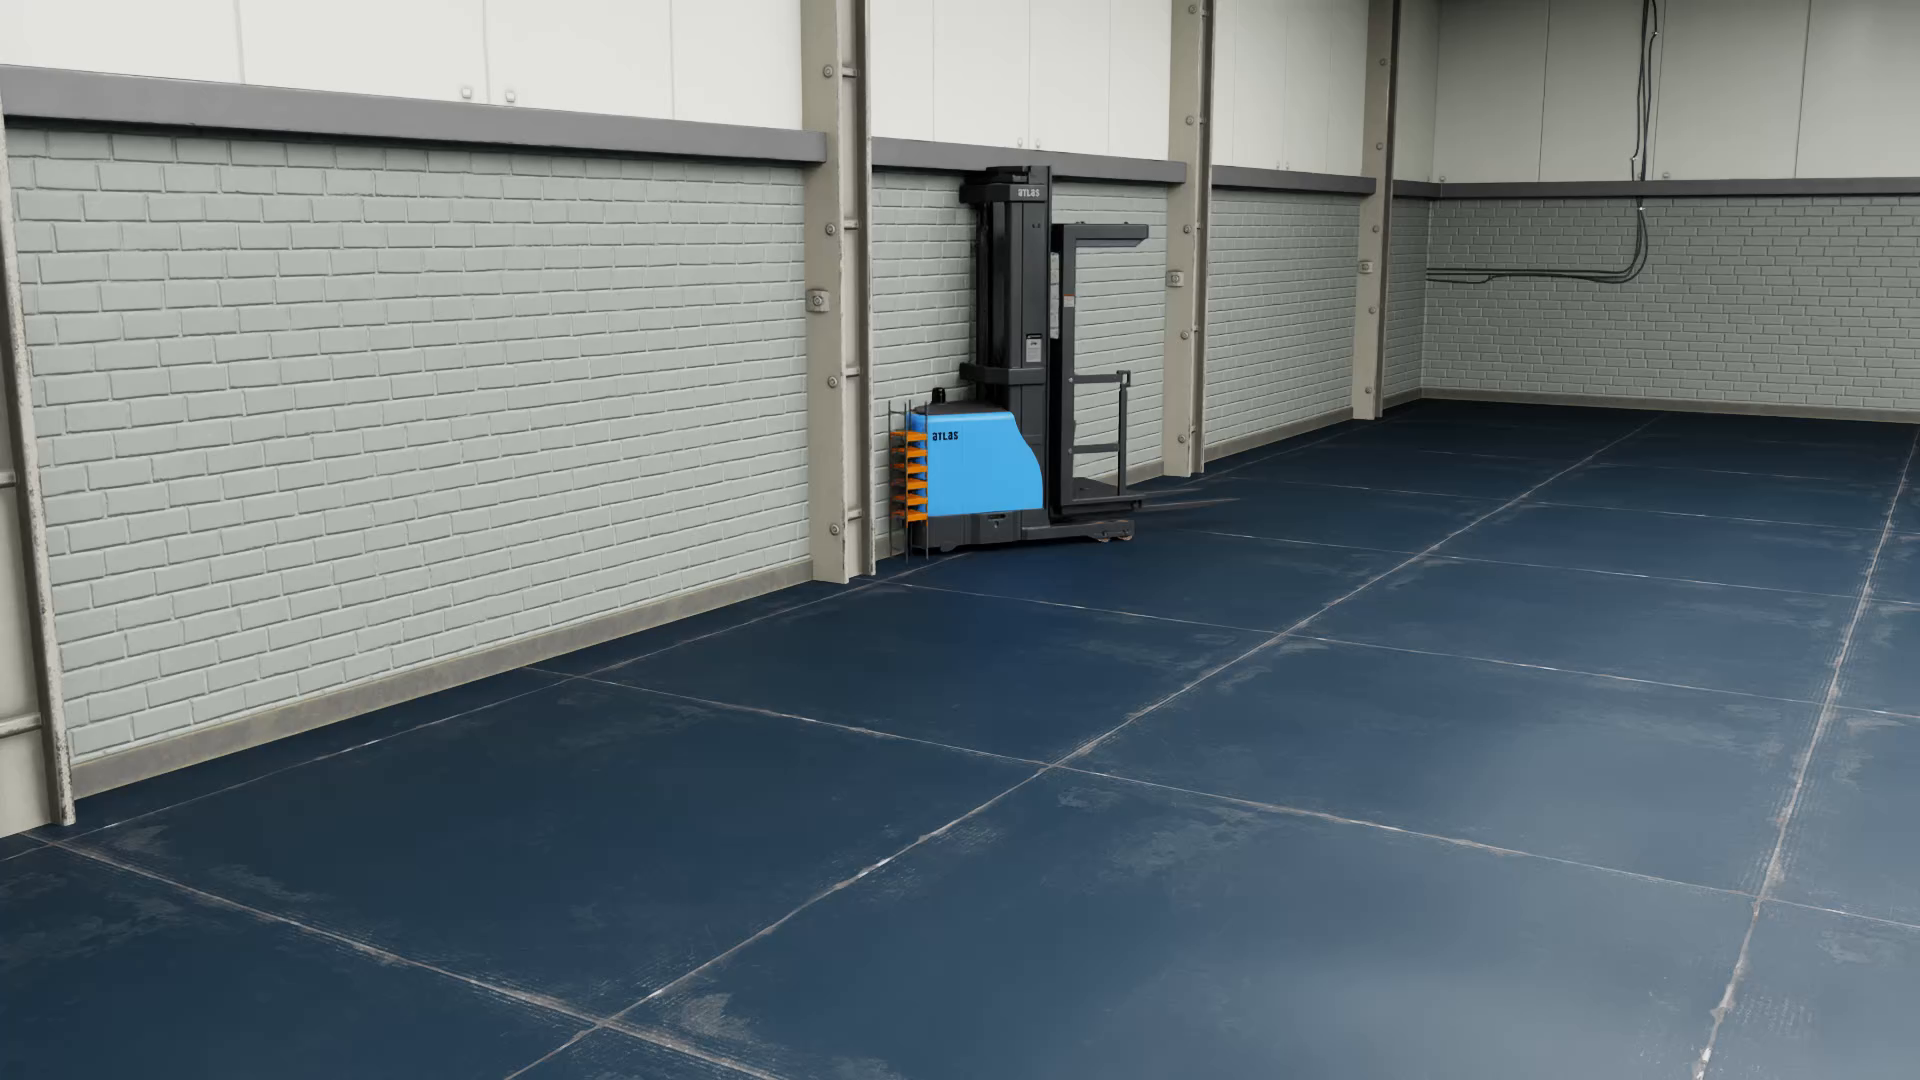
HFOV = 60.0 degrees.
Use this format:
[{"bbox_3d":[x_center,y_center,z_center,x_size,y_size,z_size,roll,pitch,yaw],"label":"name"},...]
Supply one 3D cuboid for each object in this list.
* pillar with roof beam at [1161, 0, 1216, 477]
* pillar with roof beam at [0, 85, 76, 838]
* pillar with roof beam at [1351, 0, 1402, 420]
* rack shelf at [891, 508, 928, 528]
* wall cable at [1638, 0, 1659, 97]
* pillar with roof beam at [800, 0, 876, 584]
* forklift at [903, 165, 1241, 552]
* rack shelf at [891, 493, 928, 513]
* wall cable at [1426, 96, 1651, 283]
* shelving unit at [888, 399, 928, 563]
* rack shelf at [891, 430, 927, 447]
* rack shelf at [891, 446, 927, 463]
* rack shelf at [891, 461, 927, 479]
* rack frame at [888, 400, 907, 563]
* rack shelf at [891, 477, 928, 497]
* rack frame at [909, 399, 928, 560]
[{"bbox_3d":[5.951,-4.693,13.980,9.100,9.000,0.400,6,12,31],"label":"pillar with roof beam"},{"bbox_3d":[-0.279,-2.805,3.899,9.100,9.000,0.400,6,12,31],"label":"pillar with roof beam"},{"bbox_3d":[9.066,-5.636,19.021,9.100,9.000,0.400,6,12,31],"label":"pillar with roof beam"},{"bbox_3d":[-0.389,-0.165,12.534,0.180,0.103,0.258,-7,13,-34],"label":"rack shelf"},{"bbox_3d":[10.359,-7.082,21.458,3.097,2.526,0.112,6,12,31],"label":"wall cable"},{"bbox_3d":[2.836,-3.749,8.940,9.100,9.000,0.400,6,12,31],"label":"pillar with roof beam"},{"bbox_3d":[0.849,-1.506,13.446,3.031,2.935,1.130,-5,12,-24],"label":"forklift"},{"bbox_3d":[-0.389,-0.283,12.511,0.180,0.103,0.258,-7,13,-34],"label":"rack shelf"},{"bbox_3d":[8.047,-4.858,23.303,3.097,2.526,0.112,6,12,31],"label":"wall cable"},{"bbox_3d":[-0.389,-0.445,12.481,0.189,1.200,0.258,-7,13,-34],"label":"shelving unit"},{"bbox_3d":[-0.388,-0.755,12.422,0.180,0.103,0.258,-7,13,-34],"label":"rack shelf"},{"bbox_3d":[-0.389,-0.637,12.445,0.180,0.103,0.258,-7,13,-34],"label":"rack shelf"},{"bbox_3d":[-0.389,-0.519,12.467,0.180,0.103,0.258,-7,13,-34],"label":"rack shelf"},{"bbox_3d":[-0.464,-0.435,12.430,0.006,1.200,0.240,-7,13,-34],"label":"rack frame"},{"bbox_3d":[-0.389,-0.401,12.489,0.180,0.103,0.258,-7,13,-34],"label":"rack shelf"},{"bbox_3d":[-0.314,-0.454,12.532,0.006,1.200,0.240,-7,13,-34],"label":"rack frame"}]
